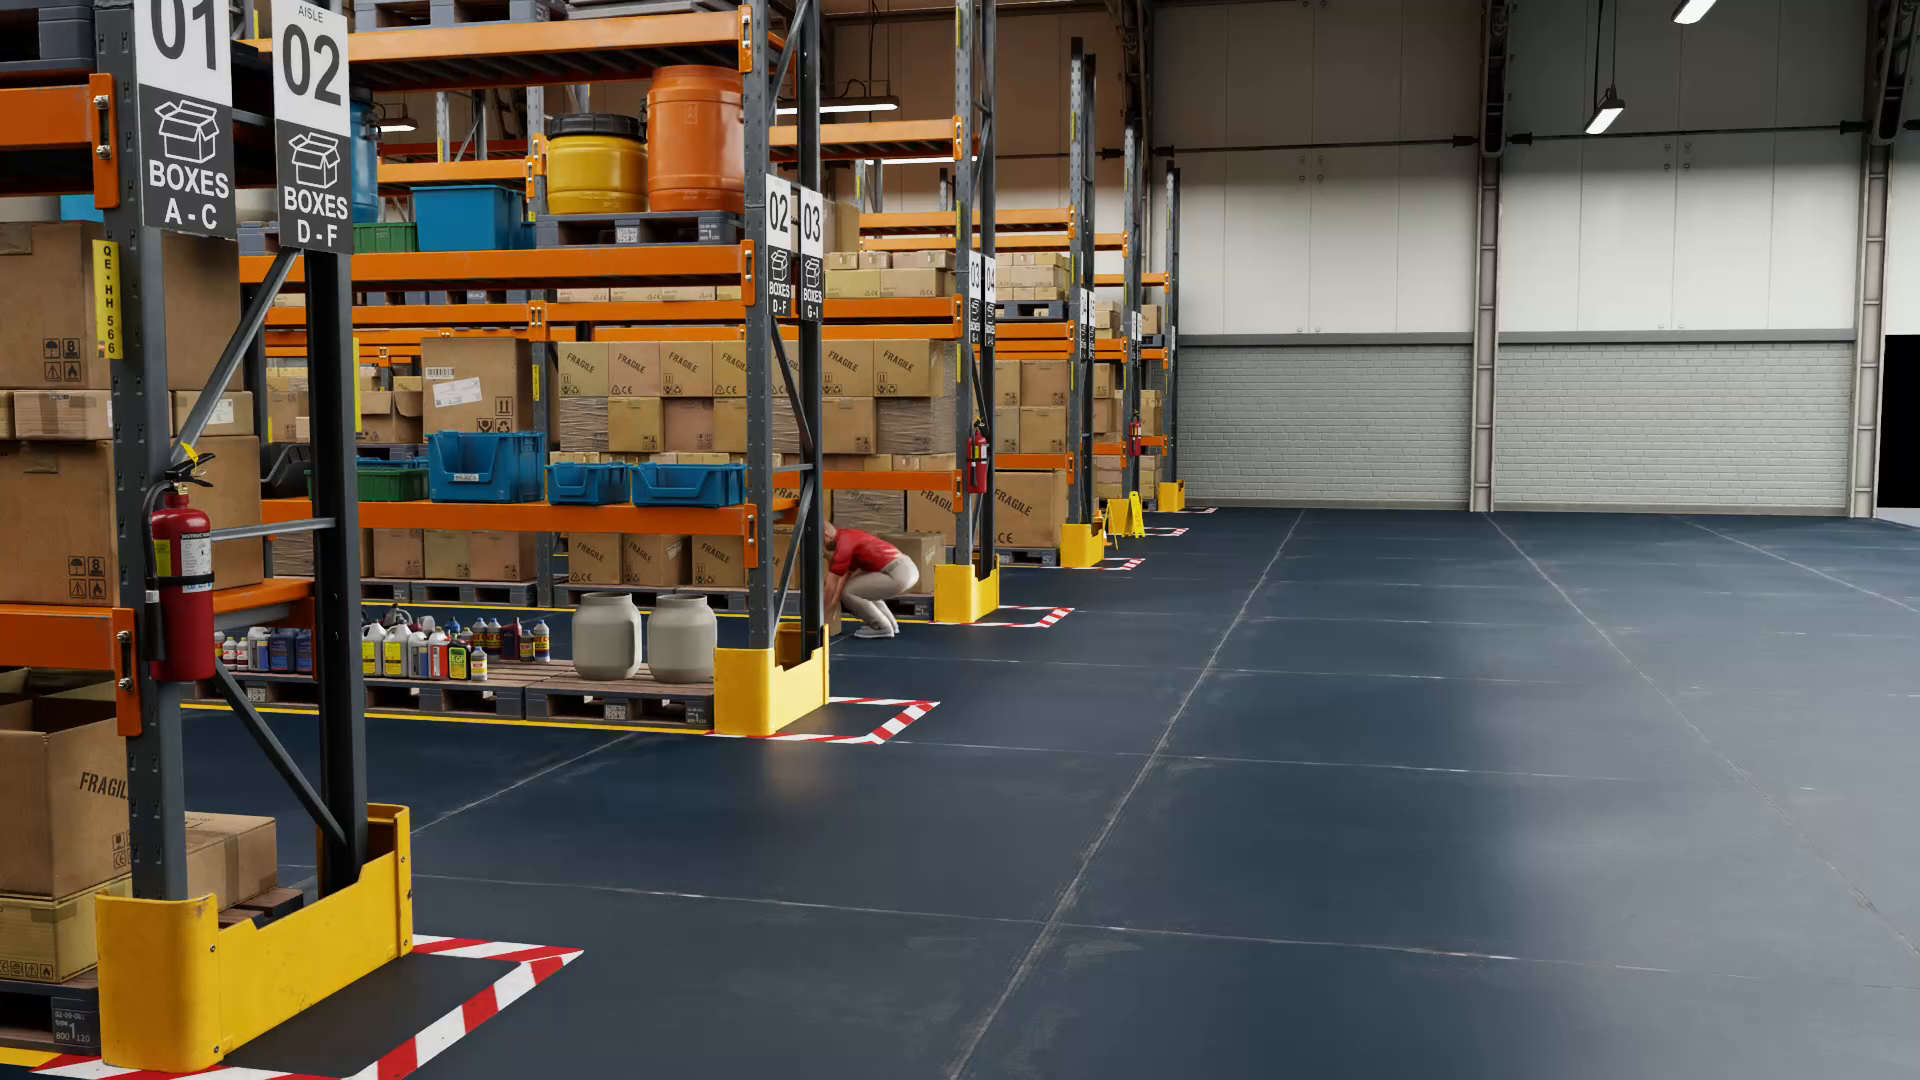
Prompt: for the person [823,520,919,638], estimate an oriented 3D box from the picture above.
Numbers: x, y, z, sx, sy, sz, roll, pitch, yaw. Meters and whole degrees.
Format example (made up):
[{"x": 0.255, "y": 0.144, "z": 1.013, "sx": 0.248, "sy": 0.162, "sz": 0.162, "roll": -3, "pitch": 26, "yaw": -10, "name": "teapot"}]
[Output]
[{"x": -0.792, "y": 0.316, "z": 13.554, "sx": 0.879, "sy": 0.949, "sz": 0.559, "roll": 1, "pitch": 5, "yaw": 13, "name": "person"}]
